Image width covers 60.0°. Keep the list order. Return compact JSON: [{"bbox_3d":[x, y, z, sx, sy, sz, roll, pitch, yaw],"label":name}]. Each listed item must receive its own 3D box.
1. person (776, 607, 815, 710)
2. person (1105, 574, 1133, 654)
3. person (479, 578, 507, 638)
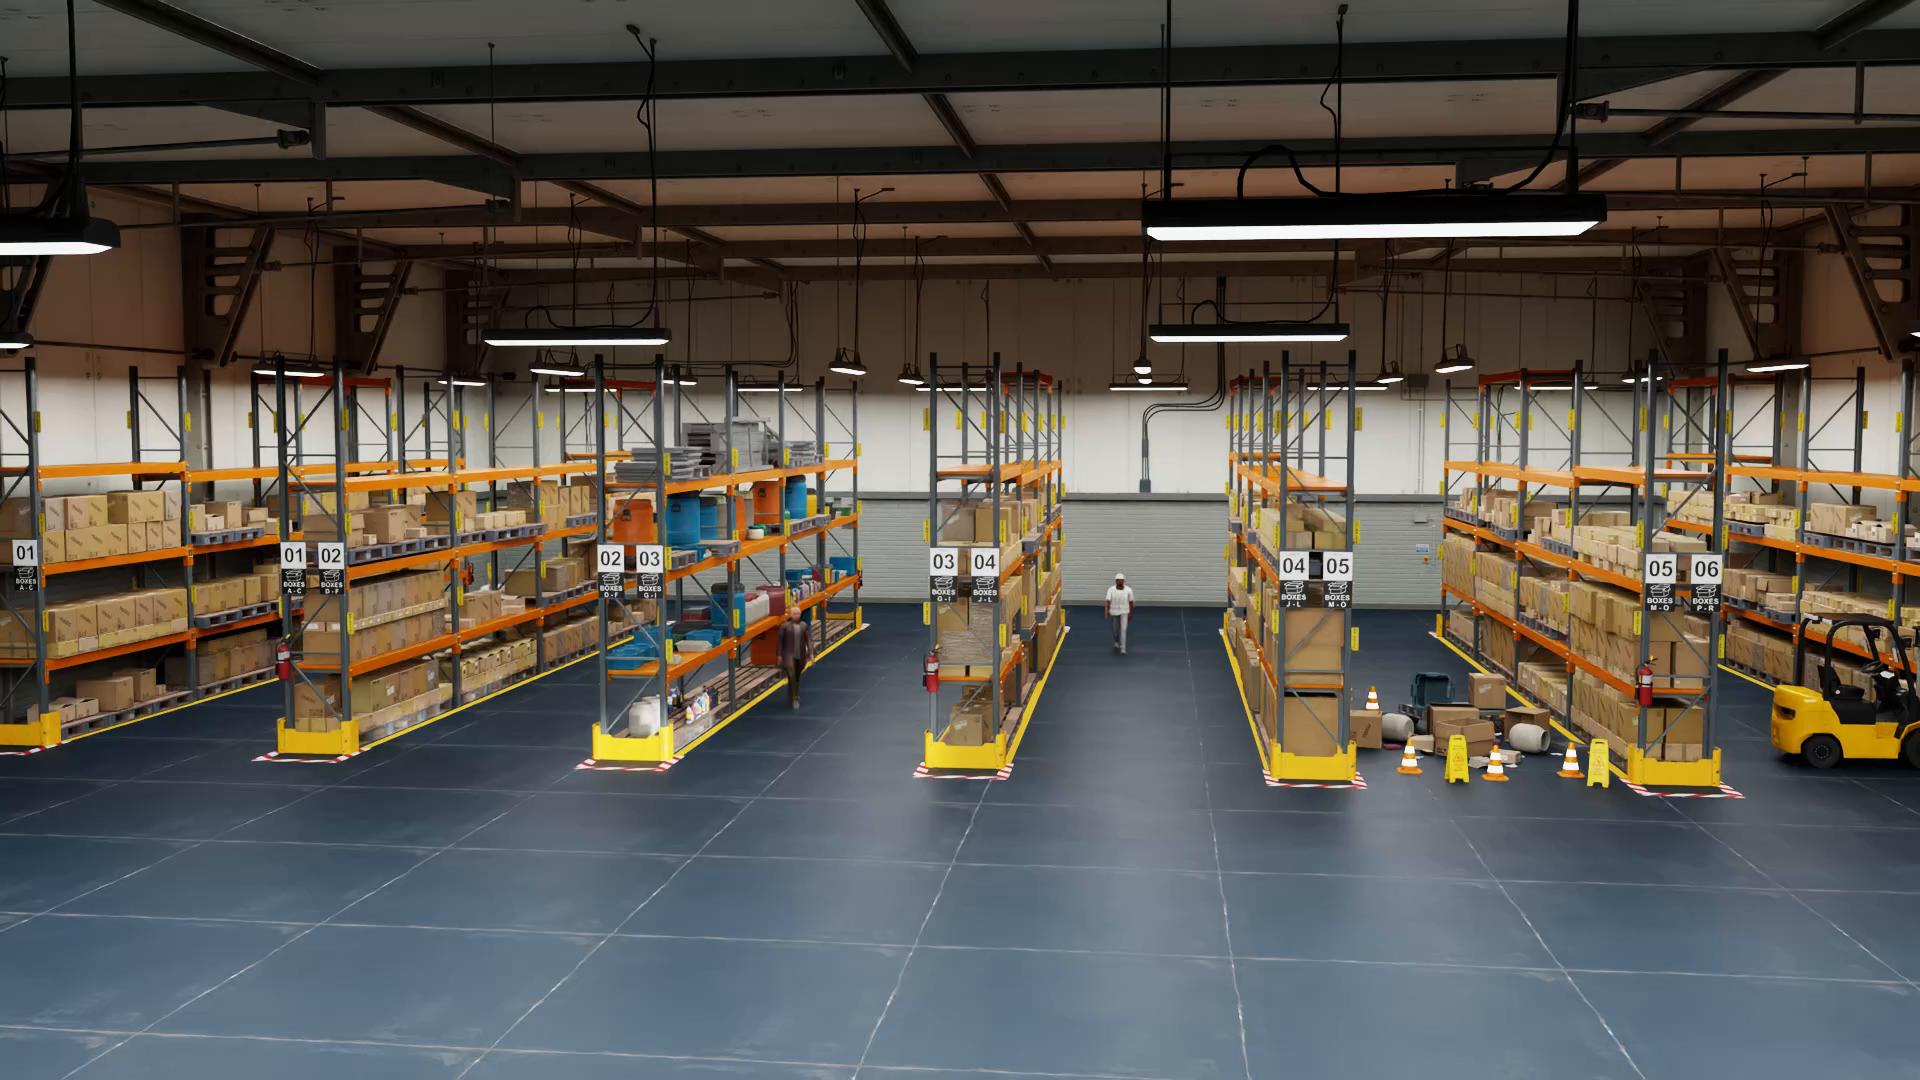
[{"bbox_3d":[-2.901,2.048,29.257,0.625,1.738,1.095,-2,4,-23],"label":"person"},{"bbox_3d":[3.451,1.584,36.061,0.597,1.715,1.073,1,4,10],"label":"person"},{"bbox_3d":[-10.228,1.584,36.581,0.693,1.683,0.665,1,4,15],"label":"person"}]
